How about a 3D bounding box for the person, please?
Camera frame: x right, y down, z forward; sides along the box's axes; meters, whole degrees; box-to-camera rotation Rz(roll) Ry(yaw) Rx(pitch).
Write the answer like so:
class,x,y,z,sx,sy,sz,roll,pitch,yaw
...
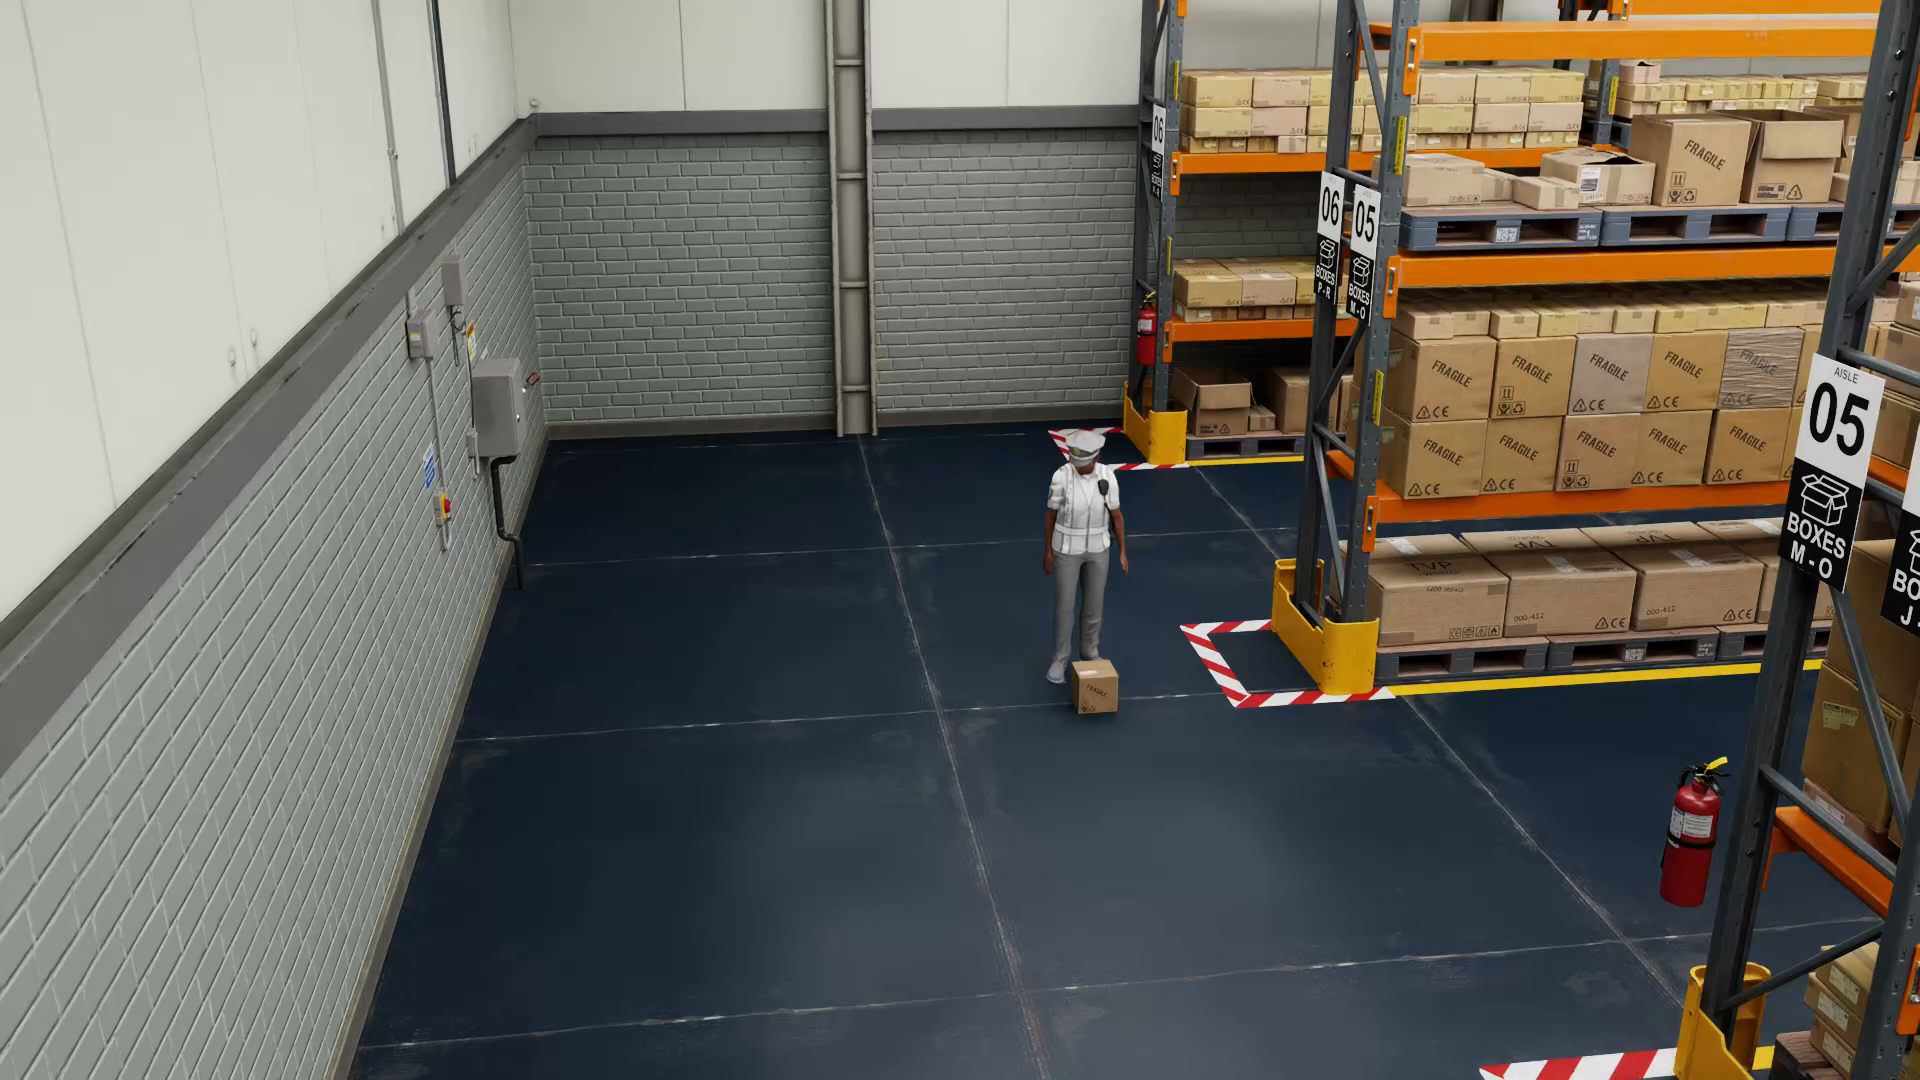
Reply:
class,x,y,z,sx,sy,sz,roll,pitch,yaw
person,0.818,0.103,10.772,0.537,1.672,0.397,-5,21,-13
